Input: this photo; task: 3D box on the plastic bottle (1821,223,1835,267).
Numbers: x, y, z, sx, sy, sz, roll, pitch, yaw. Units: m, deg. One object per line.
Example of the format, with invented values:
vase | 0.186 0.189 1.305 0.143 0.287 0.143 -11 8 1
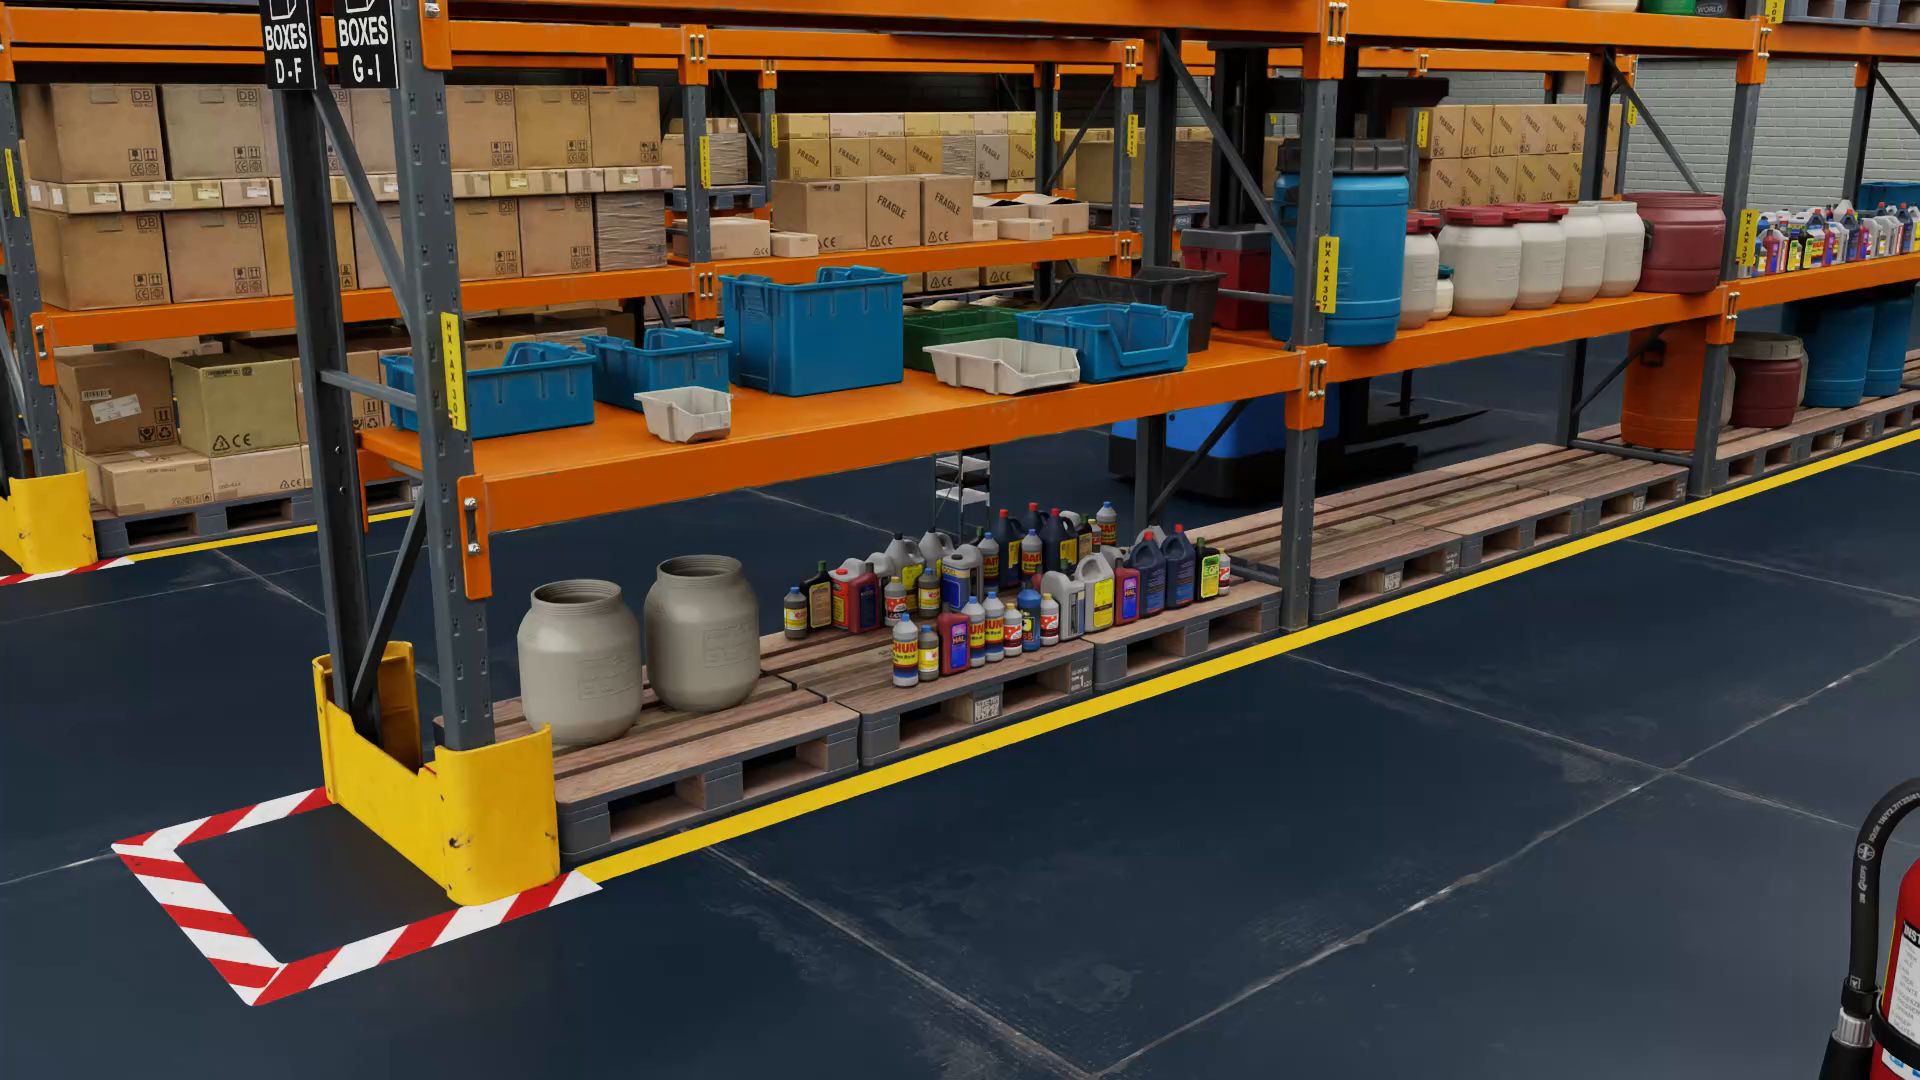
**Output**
plastic bottle | 5.695 -1.943 10.936 0.133 0.283 0.061 -13 19 -39

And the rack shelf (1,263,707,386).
rack shelf | -3.520 -1.403 10.083 4.000 0.370 1.077 -13 19 -39

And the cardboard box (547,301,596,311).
cardboard box | -3.953 -2.361 16.270 0.500 0.500 0.700 -12 19 -39

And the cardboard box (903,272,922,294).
cardboard box | -0.942 -3.141 18.548 0.750 0.750 0.750 -13 20 -40

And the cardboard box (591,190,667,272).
cardboard box | -2.342 -2.061 10.959 0.500 0.500 0.700 -13 20 -41

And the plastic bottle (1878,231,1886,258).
plastic bottle | 6.360 -2.059 11.529 0.097 0.201 0.097 0 15 0

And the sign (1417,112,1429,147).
sign | 4.391 -3.896 15.780 0.005 0.325 0.100 -13 19 -39

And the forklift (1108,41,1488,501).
forklift | 2.400 -1.941 10.839 3.031 2.935 1.130 -12 19 -39

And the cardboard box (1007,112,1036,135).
cardboard box | 0.585 -4.843 19.307 0.500 0.250 0.500 -12 19 -38

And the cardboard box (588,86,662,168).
cardboard box | -2.342 -2.688 10.792 0.500 0.500 0.700 -13 19 -39

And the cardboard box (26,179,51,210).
cardboard box | -4.866 -1.875 9.006 0.250 0.149 0.380 -13 20 -40

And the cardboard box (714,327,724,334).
cardboard box | -1.506 -1.448 12.287 0.500 0.311 0.500 -12 19 -38

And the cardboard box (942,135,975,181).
cardboard box | -0.176 -4.311 18.767 0.500 0.500 0.500 -13 19 -39

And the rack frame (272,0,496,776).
rack frame | -1.780 -0.447 5.109 0.127 3.000 1.000 -13 19 -39

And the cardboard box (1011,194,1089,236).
cardboard box | 0.703 -2.671 13.608 0.500 0.311 0.500 -11 19 -36

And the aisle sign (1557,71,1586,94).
aisle sign | 6.900 -5.447 18.791 0.004 0.787 0.394 -13 19 -39

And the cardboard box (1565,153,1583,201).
cardboard box | 6.493 -3.953 18.042 0.500 0.500 0.500 -12 19 -39

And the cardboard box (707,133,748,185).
cardboard box | -2.596 -3.910 17.028 0.700 0.500 0.500 13 20 40

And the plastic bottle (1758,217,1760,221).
plastic bottle | 5.694 -2.202 11.932 0.097 0.271 0.097 0 15 0

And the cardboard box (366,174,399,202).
cardboard box | -3.431 -2.058 9.691 0.250 0.149 0.380 -12 19 -39

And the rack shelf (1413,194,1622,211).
rack shelf | 5.533 -3.436 17.693 4.000 0.370 1.077 -13 19 -39

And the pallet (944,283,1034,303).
pallet | 0.237 -2.915 19.756 1.213 0.211 1.003 -13 19 -39

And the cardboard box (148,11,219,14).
cardboard box | -6.267 -4.242 13.273 0.500 0.500 0.500 -14 20 -41

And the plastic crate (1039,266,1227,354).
plastic crate | 0.759 -1.030 7.415 0.504 0.338 0.767 -13 19 -39

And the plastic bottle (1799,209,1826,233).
plastic bottle | 5.762 -2.056 11.231 0.185 0.351 0.144 -13 19 -39

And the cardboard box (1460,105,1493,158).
cardboard box | 4.953 -4.088 16.611 0.500 0.500 0.500 -13 20 -41

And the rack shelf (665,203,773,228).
rack shelf | -3.757 -3.044 16.228 4.000 0.370 1.077 -13 19 -39

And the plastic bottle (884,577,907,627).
plastic bottle | -0.274 0.257 7.046 0.097 0.201 0.097 0 15 0

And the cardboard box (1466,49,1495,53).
cardboard box | 4.933 -4.939 16.406 0.500 0.250 0.500 -13 19 -39

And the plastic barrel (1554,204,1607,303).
plastic barrel | 3.301 -1.569 9.093 0.421 0.512 0.421 0 15 0

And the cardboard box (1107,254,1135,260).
cardboard box | 1.782 -3.594 20.924 0.500 0.500 0.700 -13 20 -40

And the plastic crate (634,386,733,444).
plastic crate | -0.894 -0.408 5.476 0.250 0.136 0.298 -13 19 -39

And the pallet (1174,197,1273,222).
pallet | 2.470 -3.004 15.057 1.213 0.211 1.003 -13 19 -39

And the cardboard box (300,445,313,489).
cardboard box | -3.726 -0.503 9.837 0.500 0.250 0.500 -13 19 -39

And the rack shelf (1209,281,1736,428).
rack shelf | 2.746 -1.115 9.007 4.000 0.370 1.077 -13 19 -39

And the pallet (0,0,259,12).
pallet | -4.478 -2.933 8.775 1.213 0.211 1.003 -13 19 -39

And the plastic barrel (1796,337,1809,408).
plastic barrel | 5.832 -1.193 11.912 0.421 0.512 0.421 0 15 0

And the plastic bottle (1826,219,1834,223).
plastic bottle | 6.493 -2.296 12.418 0.097 0.201 0.097 0 15 0

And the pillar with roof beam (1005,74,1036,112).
pillar with roof beam | 3.555 -6.755 17.103 0.400 9.000 9.100 -13 19 -39

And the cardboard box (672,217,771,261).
cardboard box | -1.668 -2.109 11.622 0.500 0.250 0.500 -11 19 -36

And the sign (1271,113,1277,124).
sign | 4.132 -5.651 21.893 0.005 0.325 0.100 -13 19 -39

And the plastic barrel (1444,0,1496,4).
plastic barrel | 2.466 -3.165 8.504 0.708 0.901 0.600 -13 19 -39

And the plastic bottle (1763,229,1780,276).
plastic bottle | 5.072 -1.803 10.412 0.133 0.283 0.061 -13 19 -39

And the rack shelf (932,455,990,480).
rack shelf | 0.006 -0.404 9.148 0.200 0.077 0.258 -13 20 -39

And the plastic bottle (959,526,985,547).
plastic bottle | 0.062 0.083 7.536 0.133 0.283 0.061 -12 19 -37

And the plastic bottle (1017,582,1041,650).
plastic bottle | 0.279 0.303 6.736 0.097 0.271 0.097 0 15 0

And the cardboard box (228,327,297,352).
cardboard box | -6.023 -1.874 14.445 0.500 0.500 0.500 14 21 43

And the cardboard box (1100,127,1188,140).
cardboard box | 2.286 -4.889 21.161 0.700 0.700 0.980 -14 20 -42

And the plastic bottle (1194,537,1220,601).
plastic bottle | 1.091 0.121 7.394 0.133 0.283 0.061 -11 19 -37

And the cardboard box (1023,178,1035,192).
cardboard box | 0.700 -4.184 19.549 0.250 0.149 0.380 -12 19 -39

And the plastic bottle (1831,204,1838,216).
plastic bottle | 6.716 -2.444 12.813 0.133 0.283 0.061 -13 19 -39

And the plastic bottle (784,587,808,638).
plastic bottle | -0.682 0.296 6.898 0.097 0.201 0.097 0 15 0

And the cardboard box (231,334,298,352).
cardboard box | -4.075 -0.969 10.127 0.500 0.500 0.500 -13 19 -39

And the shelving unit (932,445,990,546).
shelving unit | 0.006 -0.436 9.139 0.210 0.900 0.258 -13 20 -39

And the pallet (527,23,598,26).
pallet | -3.950 -4.671 15.477 1.003 0.211 1.213 -13 19 -39

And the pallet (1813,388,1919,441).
pallet | 6.663 -1.010 12.620 1.213 0.211 1.003 -13 19 -39
